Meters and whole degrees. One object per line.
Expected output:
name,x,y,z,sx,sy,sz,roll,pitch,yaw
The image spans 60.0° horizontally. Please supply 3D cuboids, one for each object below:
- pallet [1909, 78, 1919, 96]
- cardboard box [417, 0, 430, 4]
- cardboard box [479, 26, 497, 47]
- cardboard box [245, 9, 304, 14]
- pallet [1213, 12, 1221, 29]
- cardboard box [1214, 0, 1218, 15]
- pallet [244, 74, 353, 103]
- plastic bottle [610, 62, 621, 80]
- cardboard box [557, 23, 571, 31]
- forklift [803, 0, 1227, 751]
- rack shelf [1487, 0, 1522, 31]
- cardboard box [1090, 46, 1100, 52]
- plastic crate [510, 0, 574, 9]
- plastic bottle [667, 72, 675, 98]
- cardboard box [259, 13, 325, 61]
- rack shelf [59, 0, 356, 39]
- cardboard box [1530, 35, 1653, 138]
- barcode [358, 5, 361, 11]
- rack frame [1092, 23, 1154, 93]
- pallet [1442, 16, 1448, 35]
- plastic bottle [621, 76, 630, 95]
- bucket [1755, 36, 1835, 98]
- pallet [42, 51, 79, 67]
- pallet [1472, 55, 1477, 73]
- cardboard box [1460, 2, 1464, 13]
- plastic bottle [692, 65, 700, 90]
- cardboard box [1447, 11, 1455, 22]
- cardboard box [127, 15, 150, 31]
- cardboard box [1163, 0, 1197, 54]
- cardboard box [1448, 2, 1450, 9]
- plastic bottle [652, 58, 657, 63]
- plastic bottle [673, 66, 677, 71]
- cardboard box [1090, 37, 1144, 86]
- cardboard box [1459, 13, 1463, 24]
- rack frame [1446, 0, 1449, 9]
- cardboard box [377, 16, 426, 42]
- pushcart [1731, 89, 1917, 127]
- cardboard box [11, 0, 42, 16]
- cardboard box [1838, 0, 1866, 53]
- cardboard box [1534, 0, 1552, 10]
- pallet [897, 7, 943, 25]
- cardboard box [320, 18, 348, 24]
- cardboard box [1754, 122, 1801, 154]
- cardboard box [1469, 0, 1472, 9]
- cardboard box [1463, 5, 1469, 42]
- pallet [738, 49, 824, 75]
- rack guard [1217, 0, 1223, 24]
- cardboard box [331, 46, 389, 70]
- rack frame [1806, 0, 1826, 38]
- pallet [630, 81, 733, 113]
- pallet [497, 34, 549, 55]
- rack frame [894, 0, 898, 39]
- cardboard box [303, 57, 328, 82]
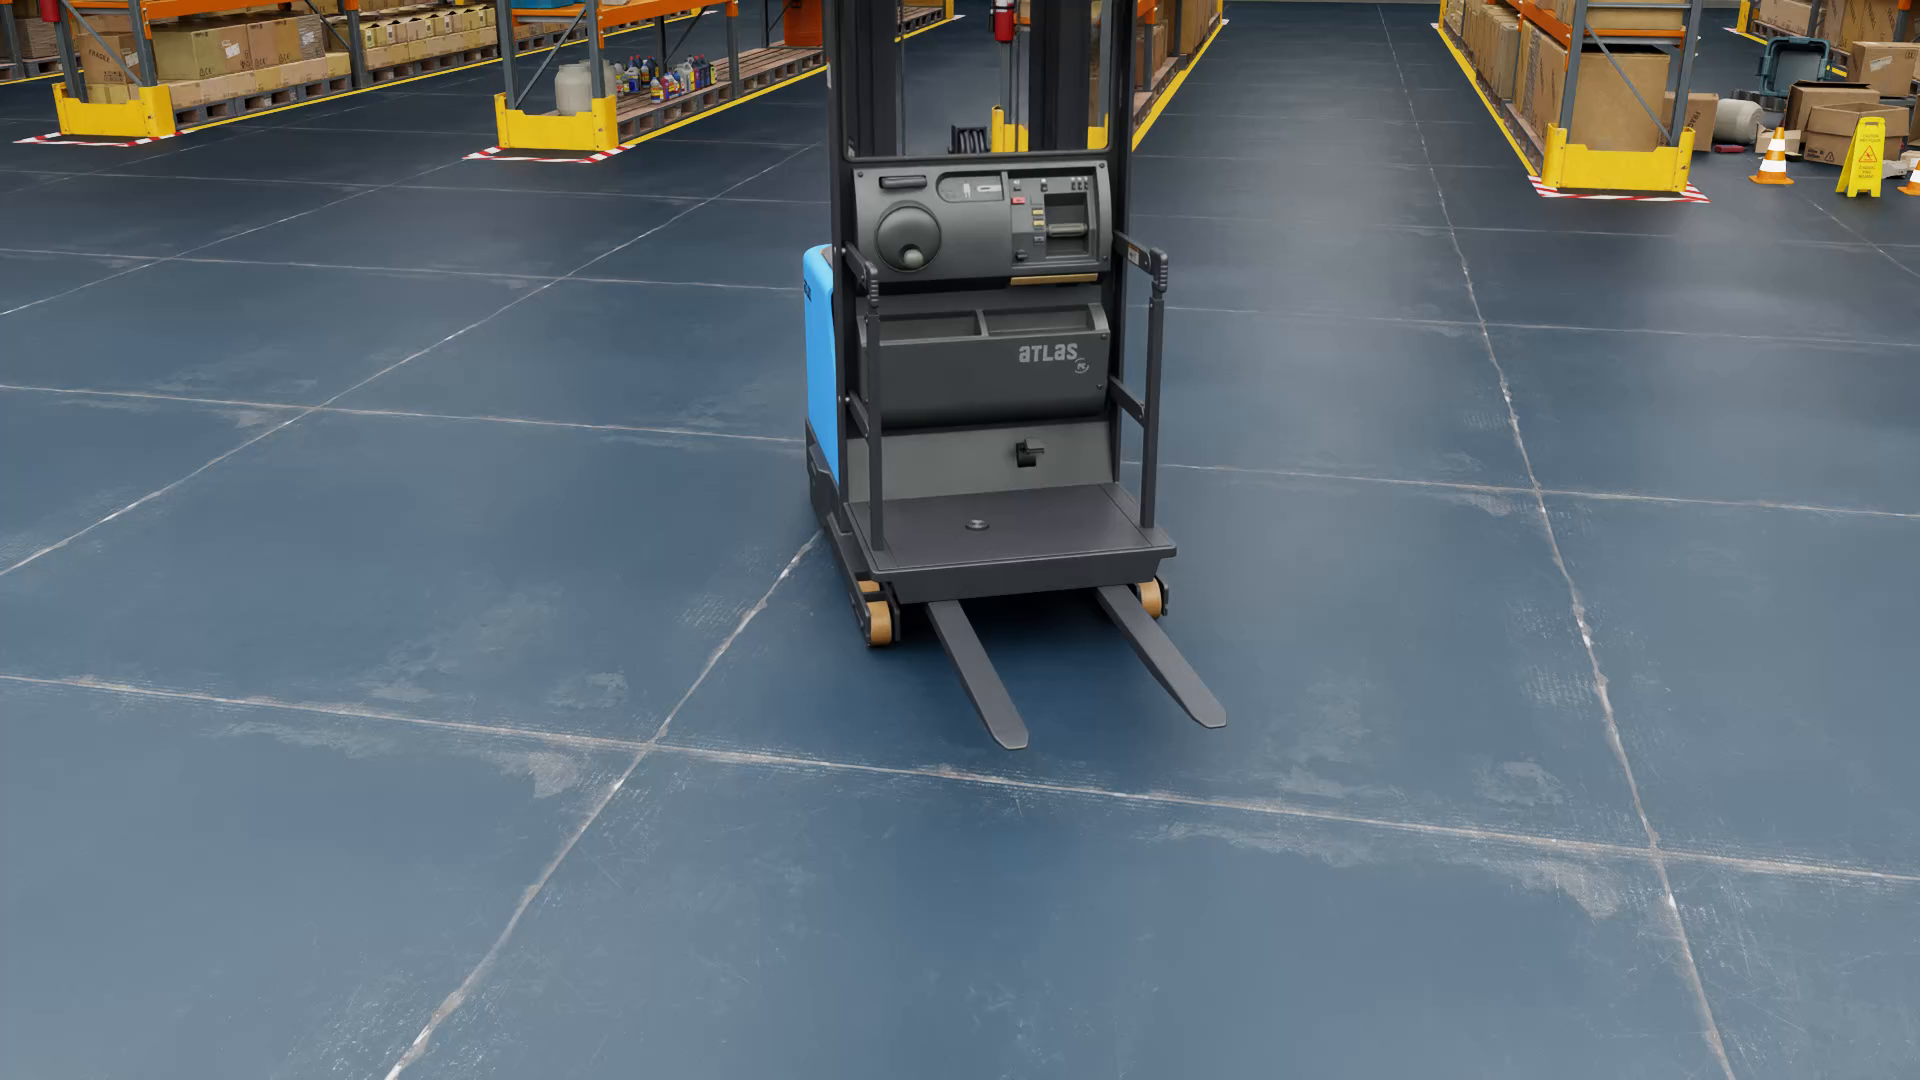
pallet,12.048,-5.503,20.236,1.003,0.211,1.213,4,22,11
cardboard box,-10.554,-10.485,31.657,0.700,0.500,0.500,4,22,11
cardboard box,-7.058,-7.303,24.089,0.500,0.250,0.500,5,22,12
cardboard box,-8.407,-6.253,20.479,0.500,0.500,0.500,4,22,11
pallet,4.054,-9.172,29.344,1.003,0.211,1.213,4,22,11
cardboard box,4.088,-9.733,29.287,0.875,0.875,0.875,4,22,11
pallet,-8.209,-5.550,20.353,1.003,0.211,1.213,4,22,11
plastic bottle,-3.891,-5.172,18.637,0.144,0.351,0.185,5,23,13
cardboard box,-6.507,-8.350,26.328,0.500,0.500,0.500,4,22,9
forklift,0.134,-1.132,5.742,1.130,2.935,3.031,-5,22,-12
rack shelf,6.935,-6.358,19.587,1.077,0.370,4.000,4,22,11
cardboard box,1.571,-5.267,18.700,0.500,0.500,0.500,4,22,9
plastic crate,-4.164,-5.427,16.512,0.499,0.251,0.616,4,22,11
plastic bottle,-3.208,-5.029,18.390,0.097,0.271,0.097,0,22,0
cardboard box,-8.000,-6.031,19.927,0.500,0.500,0.500,4,22,11
rack shelf,-8.414,-6.066,18.864,1.077,0.370,4.000,4,22,11
cardboard box,5.961,-4.281,15.751,0.875,0.875,0.875,4,22,10
barcode,-7.546,-6.683,20.904,0.001,0.075,0.075,4,22,11
rack frame,1.691,-6.375,18.667,1.000,3.000,0.127,4,22,11
pallet,8.759,-8.733,28.255,1.003,0.211,1.213,4,22,11
plastic bottle,-3.764,-5.109,18.682,0.097,0.201,0.097,0,22,0
bucket,8.756,-4.921,17.404,0.726,0.611,0.620,13,15,29
pallet,-12.452,-6.947,23.820,1.003,0.211,1.213,4,22,11
pallet,7.504,-6.415,22.499,1.003,0.211,1.213,4,22,11
cardboard box,7.990,-8.281,25.856,0.380,0.149,0.250,5,22,12
plastic bottle,-3.038,-5.306,19.061,0.061,0.283,0.133,6,23,14
cardboard box,8.378,-8.775,27.881,0.380,0.149,0.250,5,22,12
cardboard box,-12.354,-7.568,24.388,0.700,0.500,0.500,4,22,11
cardboard box,2.669,-7.298,23.241,1.225,0.875,0.875,3,22,8
cardboard box,8.506,-9.091,28.267,0.380,0.149,0.250,4,22,11
plastic bottle,-3.651,-5.608,19.826,0.097,0.271,0.097,0,22,0
plastic bottle,-3.217,-5.249,18.919,0.061,0.283,0.133,4,22,11
cardboard box,1.838,-5.642,19.606,0.700,0.500,0.500,3,22,7
cardboard box,7.912,-8.036,25.646,0.380,0.149,0.250,5,22,12
rack frame,8.975,-10.349,28.534,1.000,3.000,0.127,4,22,11
cardboard box,-7.466,-6.815,22.128,0.500,0.311,0.500,4,22,9
pushcart,9.151,-4.559,17.668,1.648,0.377,0.936,-3,22,-8
cardboard box,-12.635,-7.332,22.797,0.500,0.250,0.500,4,22,10
cardboard box,12.800,-7.191,22.975,0.875,0.875,0.875,5,22,12
cardboard box,6.147,-5.502,16.300,0.875,0.550,0.550,4,22,11
pallet,-0.915,-9.549,30.281,1.003,0.211,1.213,4,22,11
cardboard box,-8.104,-6.672,21.772,0.500,0.311,0.500,5,22,12
cardboard box,7.979,-3.923,16.238,0.396,0.266,0.258,8,23,20
cardboard box,7.643,-7.824,24.045,0.500,0.250,0.500,5,22,12
cardboard box,7.748,-7.671,24.669,0.500,0.500,0.500,5,23,13
pallet,-2.537,-6.642,23.062,1.003,0.211,1.213,4,22,11
rack guard,4.145,-9.613,30.053,1.175,0.500,0.348,4,22,11
cardboard box,-7.681,-6.180,21.300,0.500,0.250,0.500,4,22,10
rack frame,13.025,-8.545,24.056,1.000,3.000,0.127,4,22,11
pallet,-3.335,-5.217,19.524,1.003,0.211,1.213,4,22,11
pallet,-7.000,-7.571,25.370,1.003,0.211,1.213,4,22,11
rack frame,-1.525,-9.678,26.870,1.000,3.000,0.127,4,22,11
cardboard box,-7.998,-5.683,20.066,0.500,0.250,0.500,4,22,11
